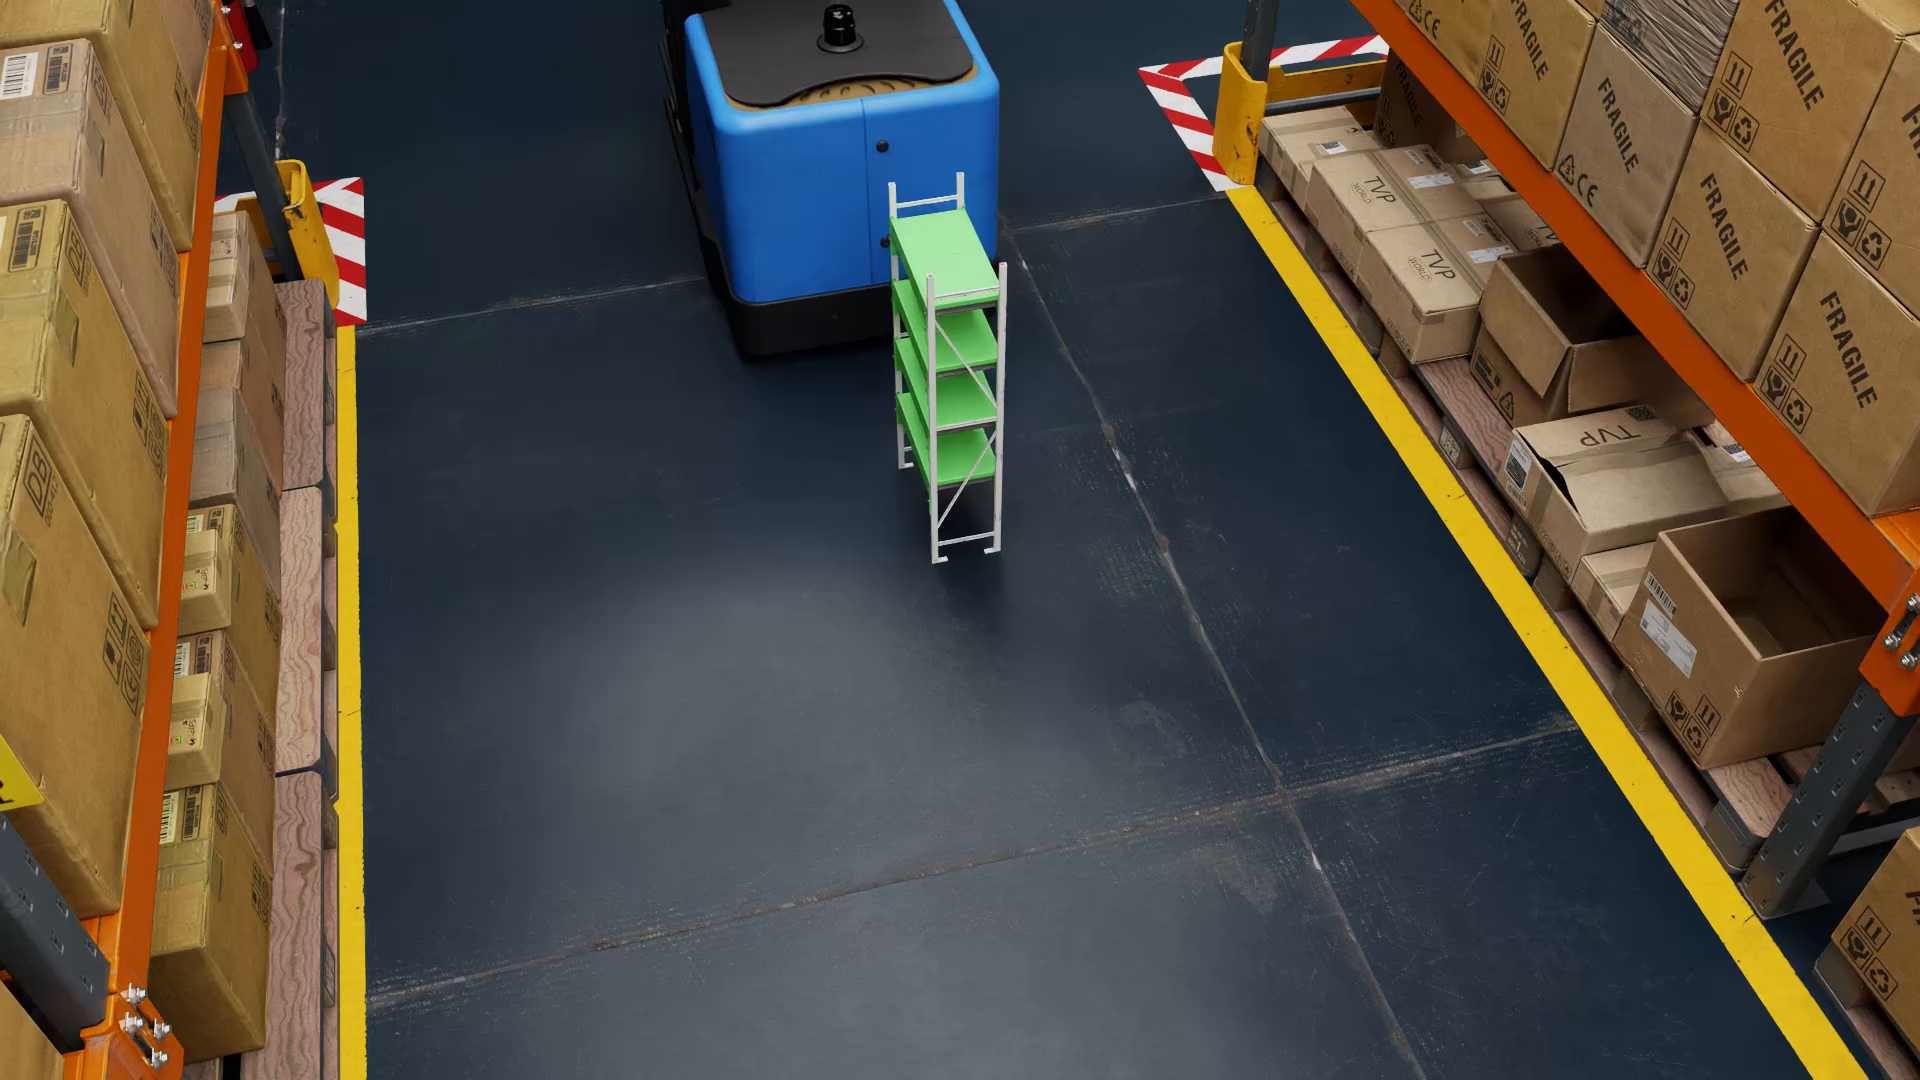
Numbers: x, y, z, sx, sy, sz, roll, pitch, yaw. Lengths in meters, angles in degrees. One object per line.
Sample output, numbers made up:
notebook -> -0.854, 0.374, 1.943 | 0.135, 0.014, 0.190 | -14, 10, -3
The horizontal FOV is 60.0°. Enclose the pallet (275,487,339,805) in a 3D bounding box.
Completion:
pallet -> -2.495, 0.397, 5.213 | 1.003, 0.211, 1.213 | -11, 47, -10

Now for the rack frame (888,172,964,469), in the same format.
rack frame -> -0.105, -0.703, 5.599 | 0.240, 1.200, 0.015 | -11, 47, -10

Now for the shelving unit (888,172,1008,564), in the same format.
shelving unit -> -0.042, -0.534, 5.433 | 0.258, 1.200, 0.503 | -11, 47, -10

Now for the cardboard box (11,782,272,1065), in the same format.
cardboard box -> -2.152, 0.997, 4.129 | 0.700, 0.500, 0.500 | -10, 46, -10

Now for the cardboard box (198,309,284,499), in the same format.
cardboard box -> -2.680, -0.419, 5.517 | 0.700, 0.500, 0.500 | -11, 47, -10

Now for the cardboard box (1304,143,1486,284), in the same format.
cardboard box -> 1.697, -1.285, 6.526 | 0.500, 0.250, 0.500 | -11, 47, -10

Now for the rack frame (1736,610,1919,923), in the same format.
rack frame -> 2.728, -0.104, 3.752 | 1.000, 3.000, 0.127 | -11, 47, -10

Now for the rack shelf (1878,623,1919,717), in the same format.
rack shelf -> 3.240, 1.528, 2.656 | 1.077, 0.370, 4.000 | -11, 47, -10

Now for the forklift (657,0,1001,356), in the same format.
forklift -> -0.714, -2.802, 6.444 | 1.130, 2.935, 3.031 | -11, 47, -10

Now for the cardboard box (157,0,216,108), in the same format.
cardboard box -> -2.944, -1.712, 5.118 | 0.980, 0.700, 0.700 | -9, 46, -9

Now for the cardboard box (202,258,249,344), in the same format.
cardboard box -> -2.533, -0.760, 5.397 | 0.380, 0.149, 0.250 | -10, 46, -9

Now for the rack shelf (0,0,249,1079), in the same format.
rack shelf -> -2.572, -0.325, 4.472 | 1.077, 0.370, 4.000 | -11, 47, -10

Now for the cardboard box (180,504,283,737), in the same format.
cardboard box -> -2.407, 0.295, 4.817 | 0.700, 0.500, 0.500 | -10, 46, -9

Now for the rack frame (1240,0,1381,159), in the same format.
rack frame -> 1.704, -2.866, 6.459 | 1.000, 3.000, 0.127 | -11, 47, -10

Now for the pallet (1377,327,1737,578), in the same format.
pallet -> 2.237, -0.447, 6.040 | 1.003, 0.211, 1.213 | -11, 47, -10

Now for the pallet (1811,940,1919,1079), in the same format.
pallet -> 2.972, 1.426, 4.205 | 1.003, 0.211, 1.213 | -11, 47, -10

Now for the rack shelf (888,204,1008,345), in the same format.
rack shelf -> -0.042, -0.825, 5.136 | 0.258, 0.148, 0.480 | -11, 47, -10

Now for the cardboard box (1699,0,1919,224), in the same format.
cardboard box -> 2.214, -1.144, 4.001 | 0.500, 0.500, 0.500 | -12, 47, -11

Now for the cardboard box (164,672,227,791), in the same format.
cardboard box -> -2.064, 0.500, 4.162 | 0.380, 0.149, 0.250 | -9, 46, -9

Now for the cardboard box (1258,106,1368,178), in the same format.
cardboard box -> 1.479, -1.670, 6.975 | 0.380, 0.149, 0.250 | -11, 47, -10

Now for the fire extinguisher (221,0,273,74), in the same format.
fire extinguisher -> -2.676, -1.989, 5.914 | 0.296, 0.674, 0.183 | -11, 47, -10

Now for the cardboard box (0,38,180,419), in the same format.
cardboard box -> -2.560, -0.684, 4.110 | 0.980, 0.700, 0.700 | -13, 47, -12

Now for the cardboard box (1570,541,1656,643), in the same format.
cardboard box -> 2.154, 0.150, 5.191 | 0.380, 0.149, 0.250 | -11, 47, -10

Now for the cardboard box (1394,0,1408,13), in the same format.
cardboard box -> 1.700, -2.191, 5.727 | 0.500, 0.500, 0.500 | -11, 47, -11

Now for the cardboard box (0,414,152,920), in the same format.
cardboard box -> -2.183, 0.321, 3.125 | 0.980, 0.700, 0.700 | -10, 46, -10

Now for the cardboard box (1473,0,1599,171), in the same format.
cardboard box -> 1.952, -1.499, 5.049 | 0.500, 0.500, 0.500 | -10, 46, -10

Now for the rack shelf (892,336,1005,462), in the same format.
rack shelf -> -0.042, -0.490, 5.479 | 0.258, 0.148, 0.480 | -11, 47, -10

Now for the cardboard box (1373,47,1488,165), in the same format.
cardboard box -> 2.081, -1.815, 6.870 | 0.500, 0.500, 0.500 | -11, 47, -10

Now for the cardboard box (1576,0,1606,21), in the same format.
cardboard box -> 1.958, -1.840, 4.683 | 0.500, 0.500, 0.500 | -11, 47, -11

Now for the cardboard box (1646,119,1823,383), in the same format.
cardboard box -> 2.218, -0.793, 4.357 | 0.500, 0.500, 0.500 | -10, 46, -9

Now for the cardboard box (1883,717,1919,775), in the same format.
cardboard box -> 2.829, 0.353, 4.878 | 0.500, 0.311, 0.500 | -11, 47, -10

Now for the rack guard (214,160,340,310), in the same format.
rack guard -> -3.090, -1.099, 6.477 | 1.175, 0.500, 0.348 | -11, 47, -10

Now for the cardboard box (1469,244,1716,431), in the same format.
cardboard box -> 2.242, -0.681, 5.757 | 0.797, 0.503, 0.637 | -11, 47, -10

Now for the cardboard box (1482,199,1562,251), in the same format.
cardboard box -> 2.295, -1.066, 6.312 | 0.500, 0.250, 0.500 | -11, 47, -10
